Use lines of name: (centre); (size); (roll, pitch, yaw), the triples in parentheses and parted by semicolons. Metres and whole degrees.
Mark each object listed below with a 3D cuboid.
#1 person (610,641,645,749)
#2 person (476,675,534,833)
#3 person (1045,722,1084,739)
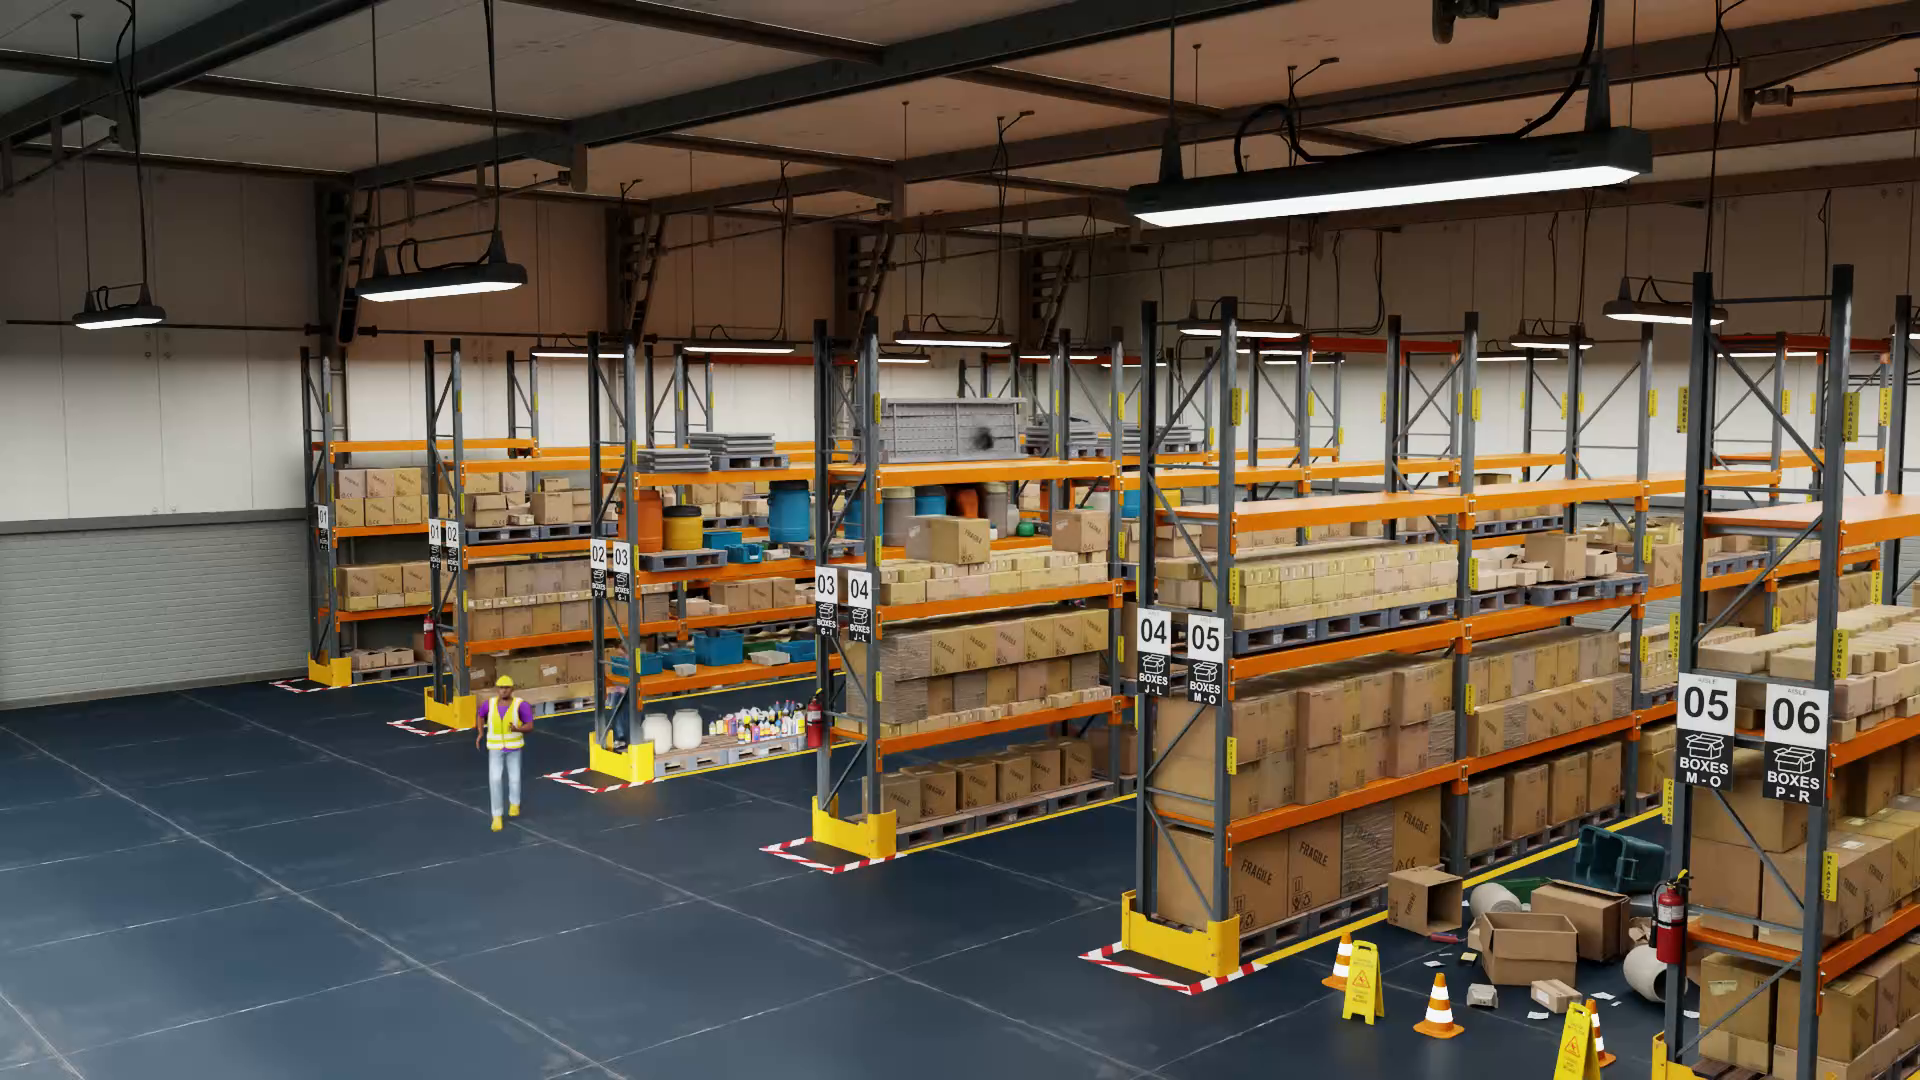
person: (-4.864, 2.241, 24.406); (0.566, 1.571, 0.718); (4, 7, 41)
person: (-5.447, 2.523, 19.931); (0.679, 1.816, 0.786); (-1, 5, -12)
person: (1.467, 2.277, 23.547); (0.802, 1.666, 0.572); (-4, 6, -39)
